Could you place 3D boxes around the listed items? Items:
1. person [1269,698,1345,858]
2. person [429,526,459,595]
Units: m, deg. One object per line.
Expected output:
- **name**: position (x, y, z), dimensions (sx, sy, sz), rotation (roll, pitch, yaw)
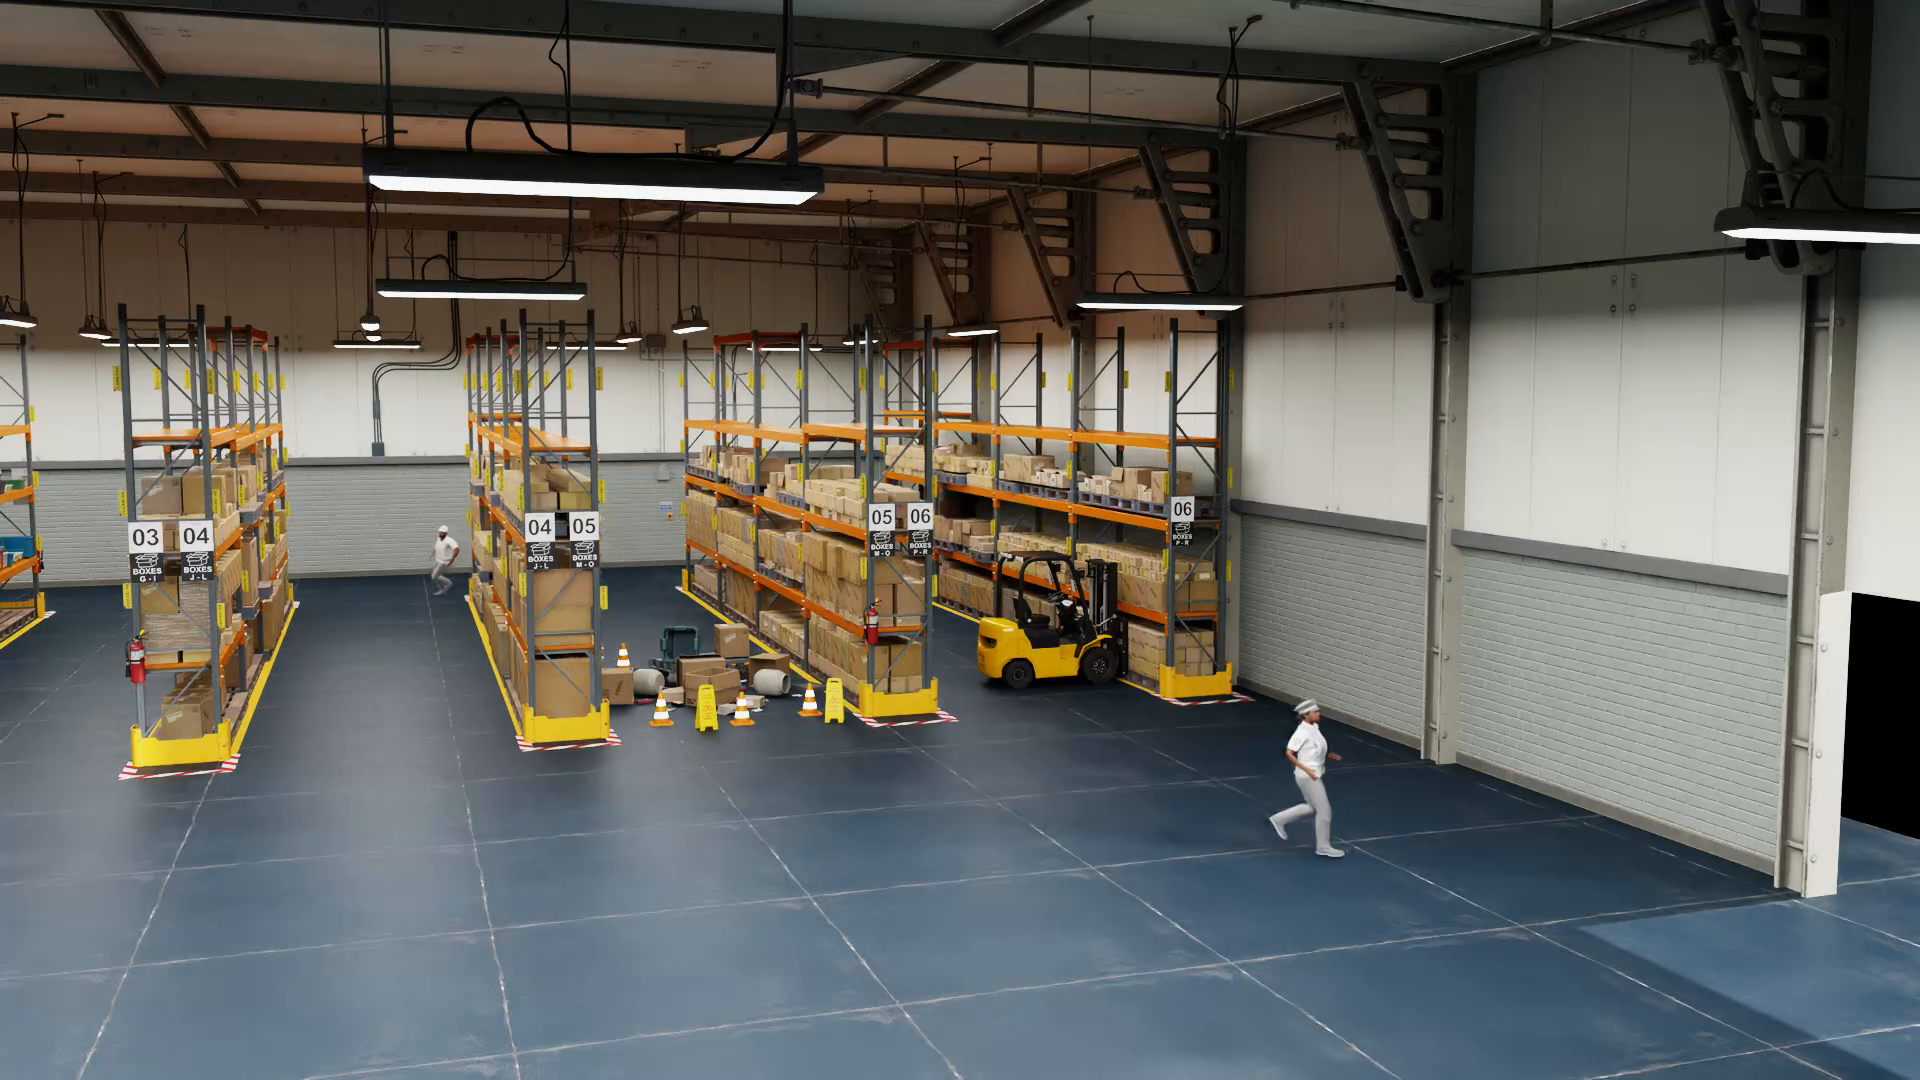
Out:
- **person**: position (3.680, 2.496, 17.642), dimensions (0.834, 1.669, 0.588), rotation (3, 6, 25)
- **person**: position (-12.110, 0.488, 38.951), dimensions (0.798, 1.657, 0.532), rotation (5, 7, 44)
